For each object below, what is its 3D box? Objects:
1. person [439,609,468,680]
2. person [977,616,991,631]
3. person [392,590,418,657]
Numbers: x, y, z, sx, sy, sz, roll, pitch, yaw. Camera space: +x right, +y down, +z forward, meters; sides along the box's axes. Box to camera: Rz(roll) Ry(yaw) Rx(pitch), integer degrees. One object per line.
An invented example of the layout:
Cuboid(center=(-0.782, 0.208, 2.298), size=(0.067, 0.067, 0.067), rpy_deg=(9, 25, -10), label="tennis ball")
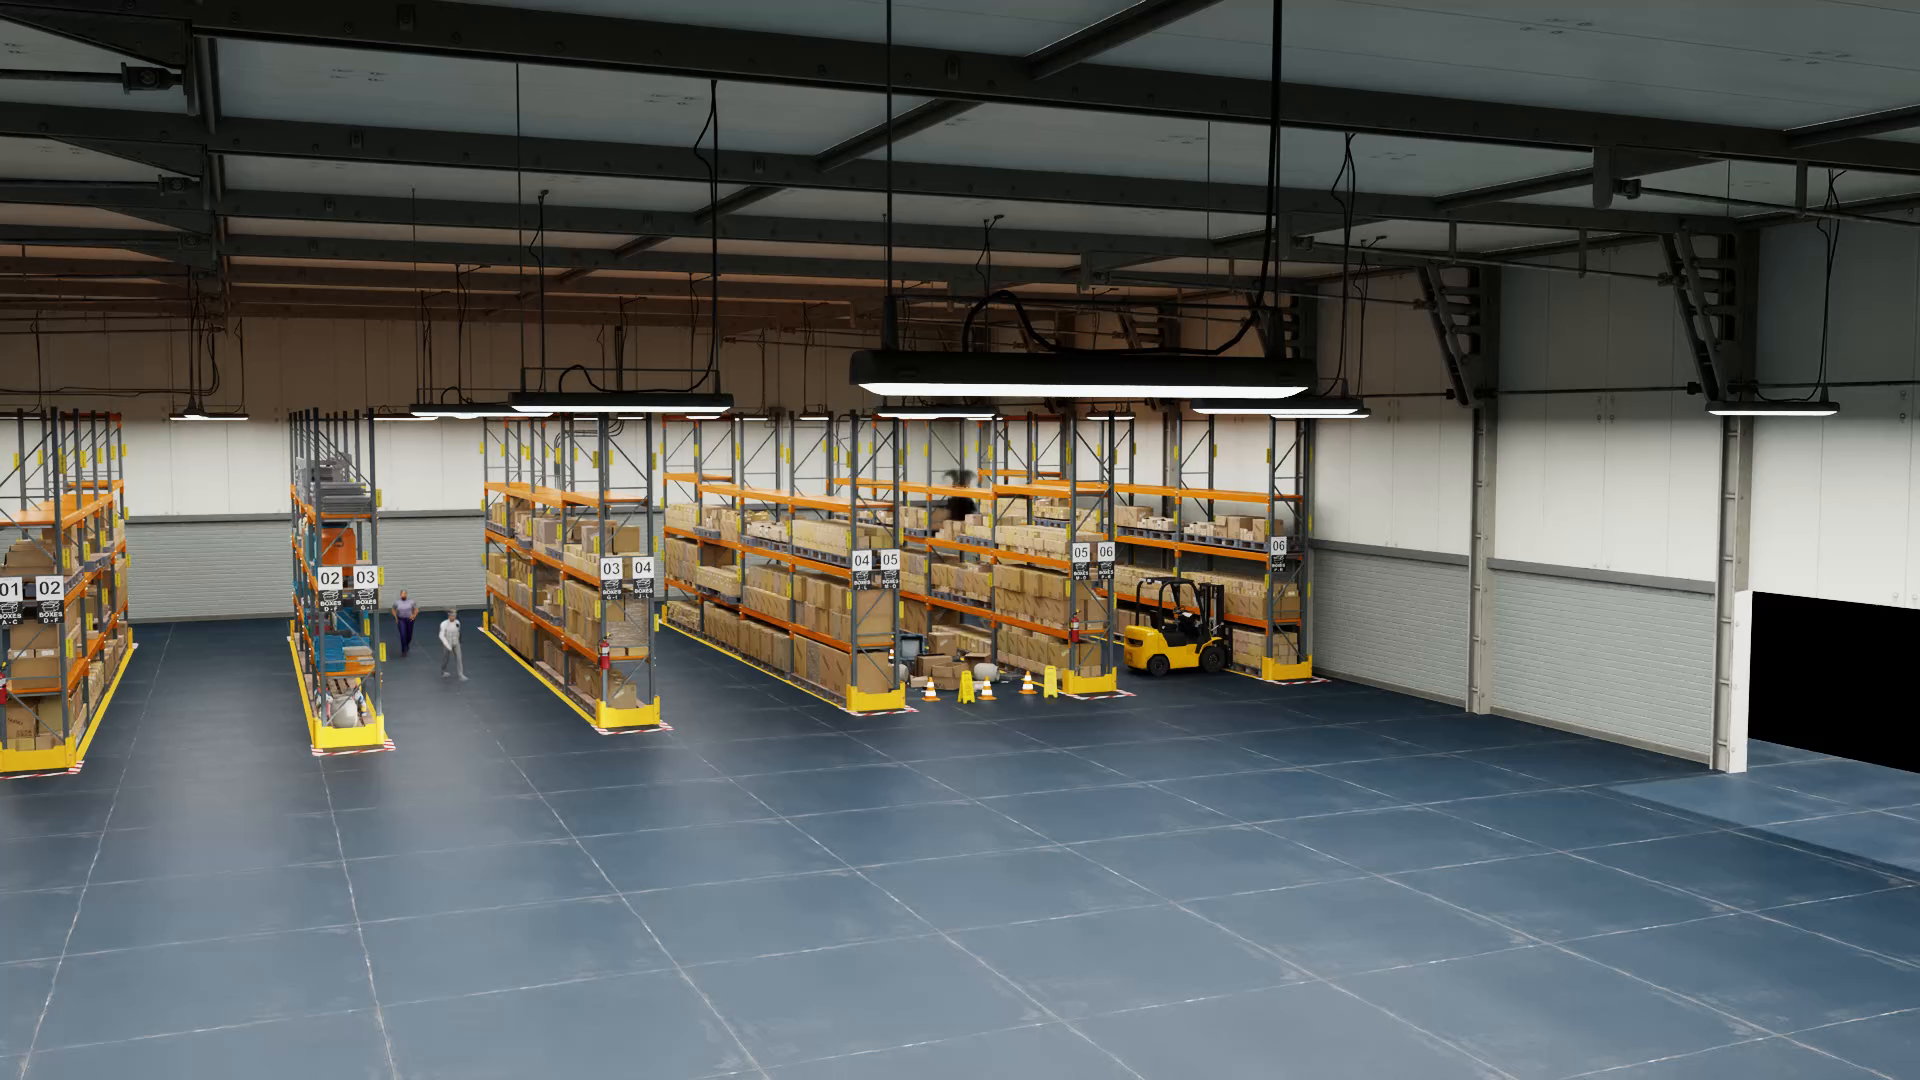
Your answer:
Cuboid(center=(-11.328, 2.315, 36.963), size=(0.511, 1.570, 1.095), rpy_deg=(-2, 5, -30), label="person")
Cuboid(center=(0.685, 1.714, 45.064), size=(0.658, 1.721, 0.568), rpy_deg=(-3, 5, -39), label="person")
Cuboid(center=(-13.712, 2.040, 41.090), size=(0.618, 1.659, 0.750), rpy_deg=(-2, 4, -22), label="person")
